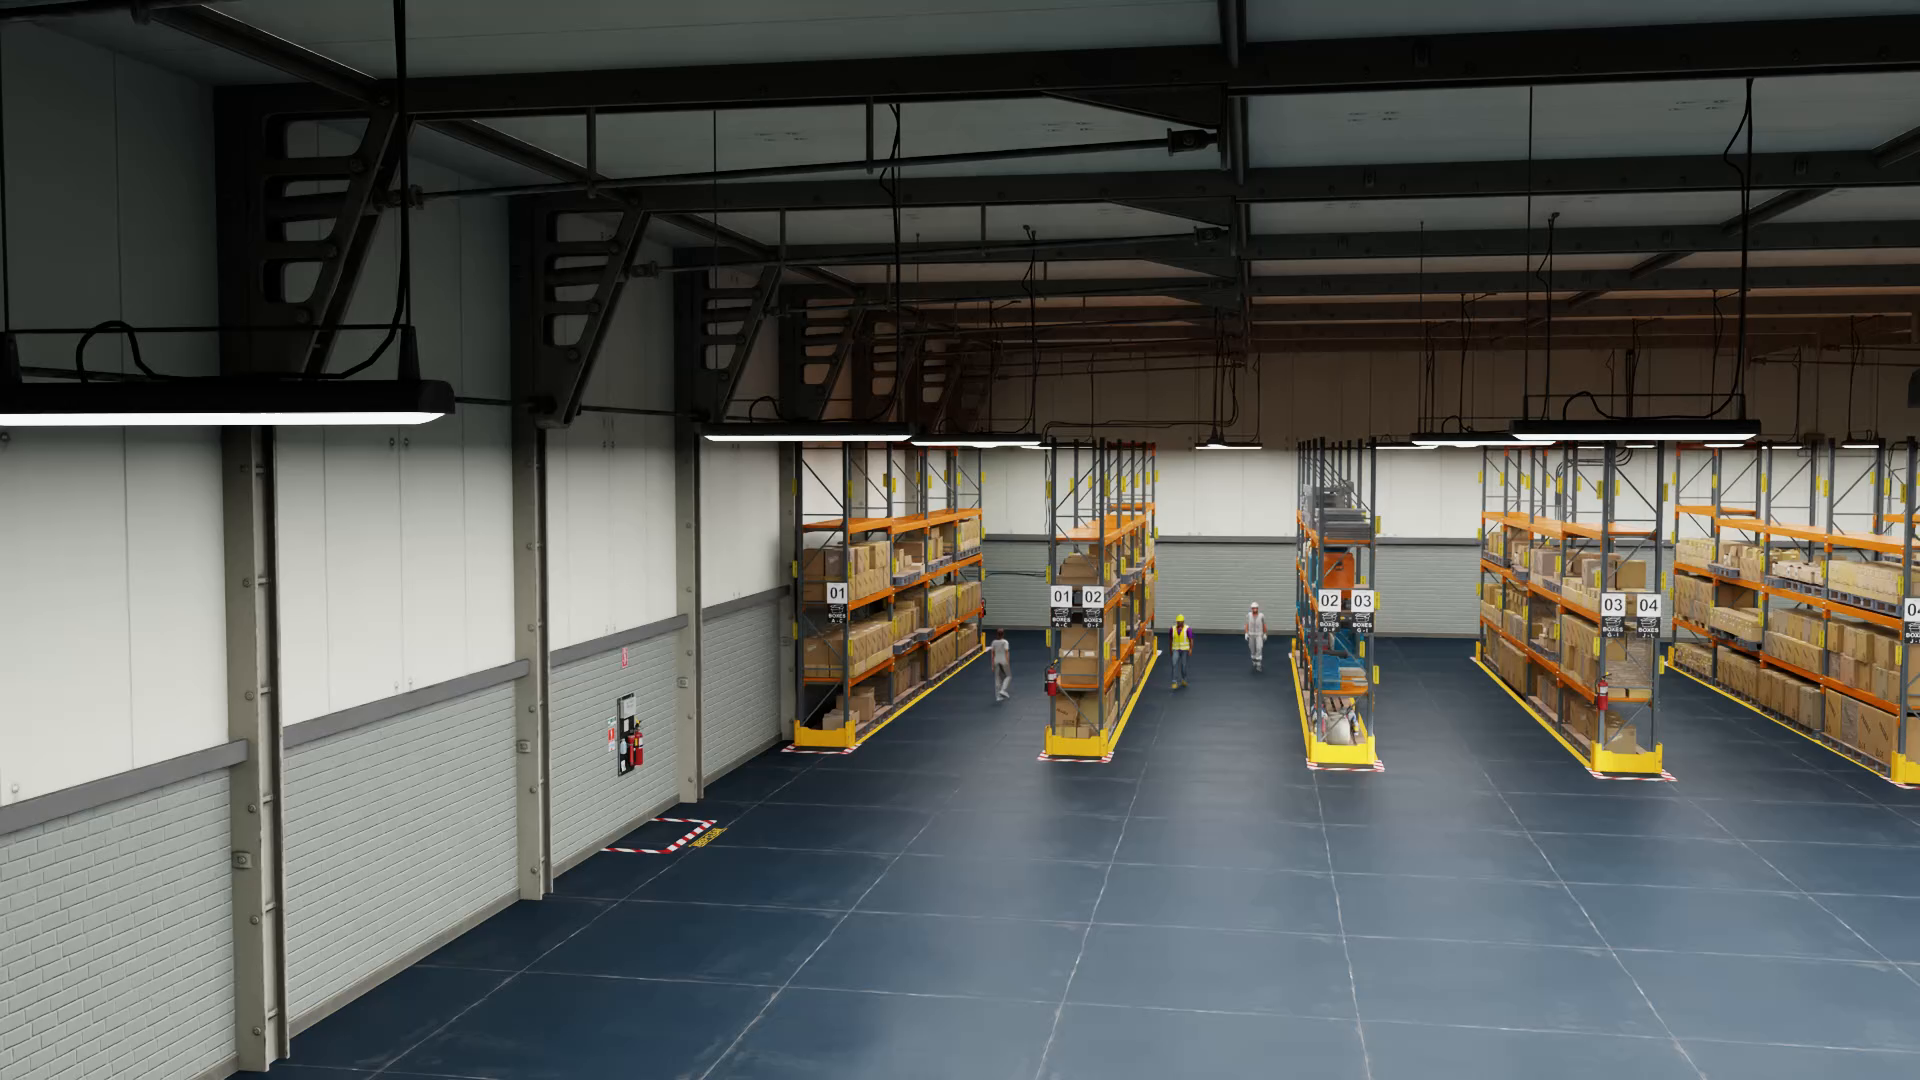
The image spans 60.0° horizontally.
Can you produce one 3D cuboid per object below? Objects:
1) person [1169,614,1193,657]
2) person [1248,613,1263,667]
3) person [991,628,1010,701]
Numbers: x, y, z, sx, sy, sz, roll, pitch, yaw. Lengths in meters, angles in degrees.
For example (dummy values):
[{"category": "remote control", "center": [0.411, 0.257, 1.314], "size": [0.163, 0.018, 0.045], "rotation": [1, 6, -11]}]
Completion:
[{"category": "person", "center": [5.378, 2.344, 40.492], "size": [0.622, 1.068, 0.453], "rotation": [1, 3, 19]}, {"category": "person", "center": [7.774, 2.618, 43.704], "size": [0.440, 1.418, 0.744], "rotation": [1, 3, 22]}, {"category": "person", "center": [0.930, 2.857, 38.273], "size": [0.491, 1.659, 0.419], "rotation": [1, 3, 22]}]
